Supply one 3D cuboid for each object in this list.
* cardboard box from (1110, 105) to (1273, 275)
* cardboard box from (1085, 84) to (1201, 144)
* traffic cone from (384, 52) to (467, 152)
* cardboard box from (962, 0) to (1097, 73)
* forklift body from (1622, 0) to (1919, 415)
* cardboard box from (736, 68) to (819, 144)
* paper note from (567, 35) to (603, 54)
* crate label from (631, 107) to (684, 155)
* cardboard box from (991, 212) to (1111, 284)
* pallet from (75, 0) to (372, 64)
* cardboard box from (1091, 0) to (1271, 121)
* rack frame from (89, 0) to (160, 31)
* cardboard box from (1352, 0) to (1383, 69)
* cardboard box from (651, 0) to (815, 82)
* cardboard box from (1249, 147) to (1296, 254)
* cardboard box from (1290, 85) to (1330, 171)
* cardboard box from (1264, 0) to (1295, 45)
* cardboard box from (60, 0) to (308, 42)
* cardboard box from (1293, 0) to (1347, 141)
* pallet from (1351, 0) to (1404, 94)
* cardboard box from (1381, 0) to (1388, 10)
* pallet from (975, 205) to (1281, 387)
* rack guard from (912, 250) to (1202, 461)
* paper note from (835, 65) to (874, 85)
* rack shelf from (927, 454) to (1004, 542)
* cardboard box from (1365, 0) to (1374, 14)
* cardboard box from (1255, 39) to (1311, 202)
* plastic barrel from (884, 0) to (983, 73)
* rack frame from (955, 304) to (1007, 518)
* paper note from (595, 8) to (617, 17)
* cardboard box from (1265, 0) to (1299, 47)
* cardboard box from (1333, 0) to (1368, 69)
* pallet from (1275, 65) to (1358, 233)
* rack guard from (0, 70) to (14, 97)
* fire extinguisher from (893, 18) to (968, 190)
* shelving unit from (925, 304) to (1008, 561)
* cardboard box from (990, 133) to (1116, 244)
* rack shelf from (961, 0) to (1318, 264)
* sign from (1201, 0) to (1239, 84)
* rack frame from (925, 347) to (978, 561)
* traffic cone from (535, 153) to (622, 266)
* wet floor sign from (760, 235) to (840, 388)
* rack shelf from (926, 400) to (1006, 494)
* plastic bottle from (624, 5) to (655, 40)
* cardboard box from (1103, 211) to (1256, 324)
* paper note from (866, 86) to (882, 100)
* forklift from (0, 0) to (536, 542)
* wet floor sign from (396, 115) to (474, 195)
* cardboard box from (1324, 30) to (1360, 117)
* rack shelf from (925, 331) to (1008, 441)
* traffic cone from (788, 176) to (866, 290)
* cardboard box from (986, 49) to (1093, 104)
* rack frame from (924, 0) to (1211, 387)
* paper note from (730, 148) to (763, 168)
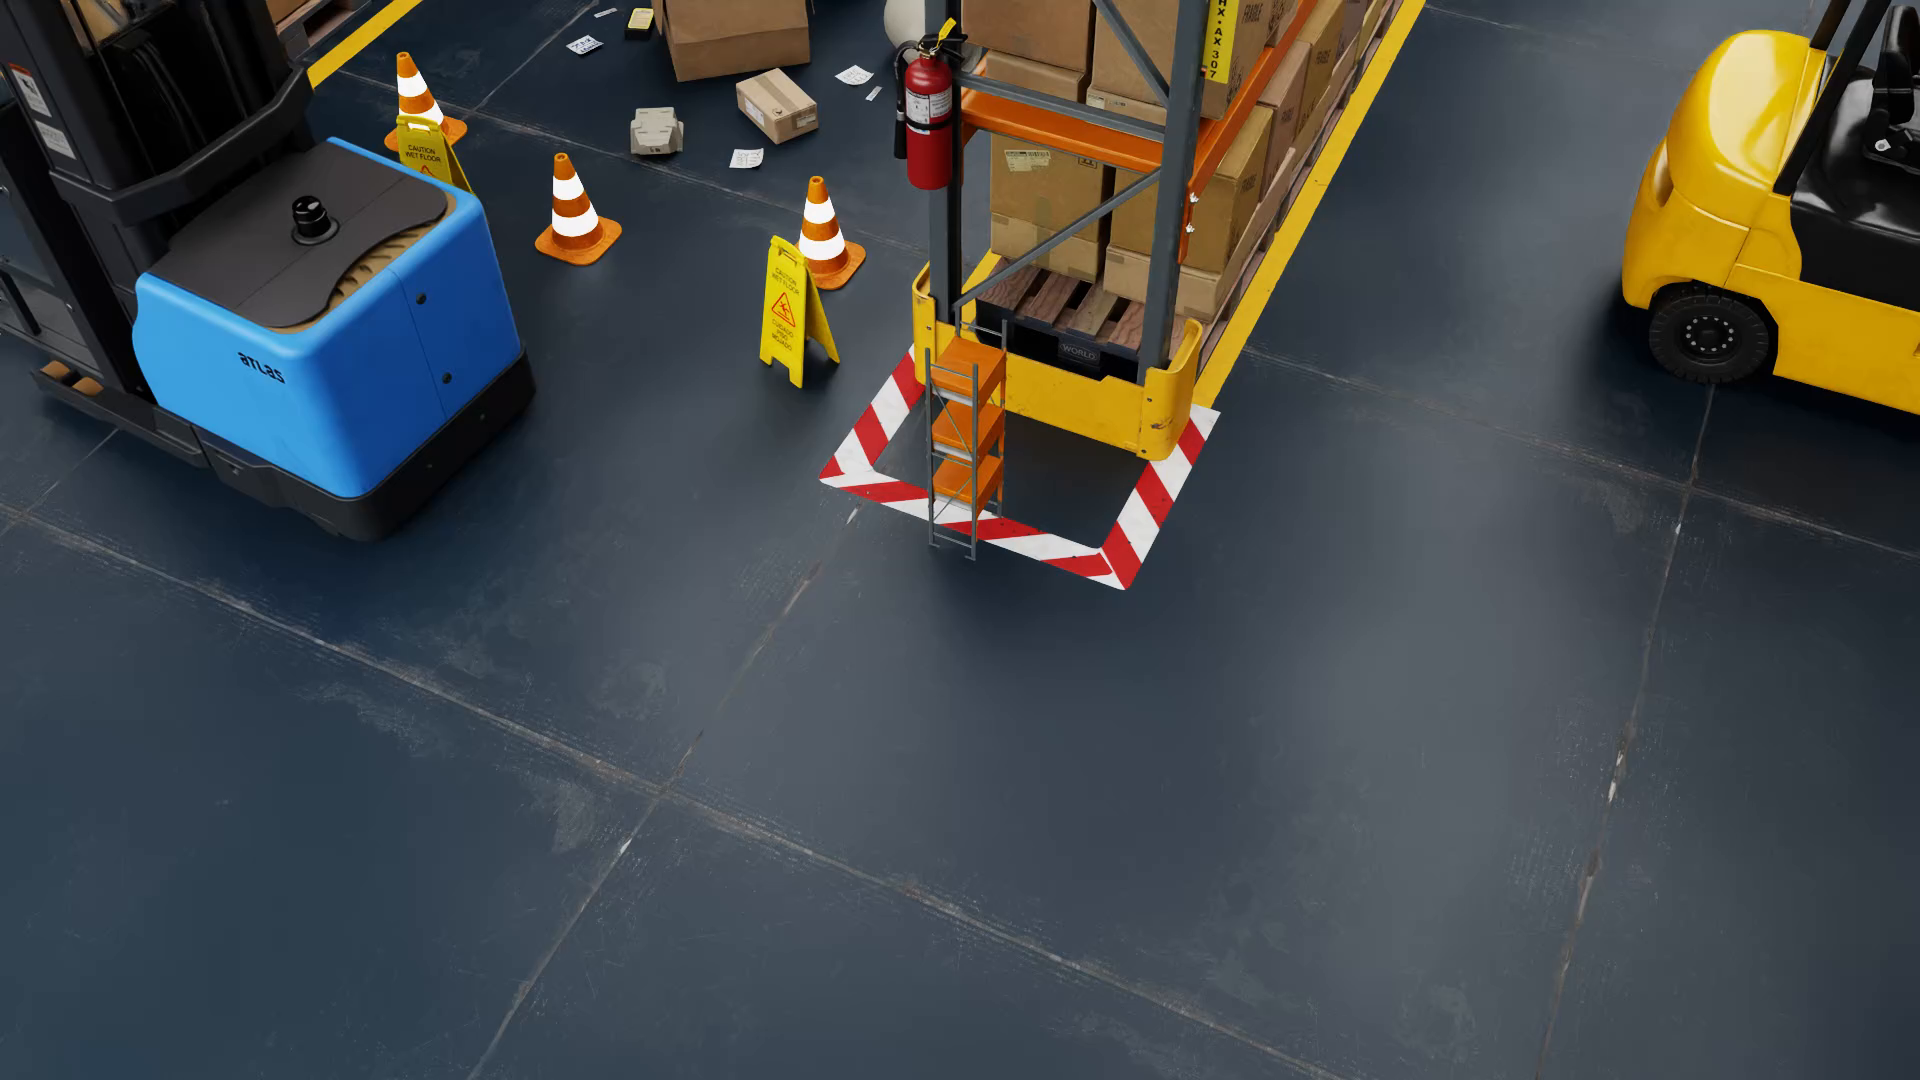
[{"bbox_3d":[0.957,-1.506,6.914,0.500,0.500,0.500,18,52,15],"label":"cardboard box"},{"bbox_3d":[0.686,-1.621,6.140,0.380,0.149,0.250,20,52,16],"label":"cardboard box"},{"bbox_3d":[-2.655,-2.158,8.098,0.336,0.463,0.334,20,52,16],"label":"traffic cone"},{"bbox_3d":[0.336,-2.128,6.145,0.500,0.500,0.500,19,52,15],"label":"cardboard box"},{"bbox_3d":[4.003,-1.548,6.470,2.313,2.155,1.214,20,52,16],"label":"forklift body"},{"bbox_3d":[-0.914,-2.171,8.315,0.250,0.149,0.380,-28,55,-22],"label":"cardboard box"},{"bbox_3d":[-1.978,-2.613,8.769,0.142,0.017,0.144,-37,59,-27],"label":"paper note"},{"bbox_3d":[-1.498,-2.012,8.188,0.250,0.136,0.298,-4,50,-3],"label":"crate label"},{"bbox_3d":[0.466,-1.441,7.352,0.500,0.250,0.500,20,52,16],"label":"cardboard box"},{"bbox_3d":[-3.895,-2.749,8.766,1.003,0.211,1.213,20,52,16],"label":"pallet"},{"bbox_3d":[0.806,-1.900,5.952,0.500,0.500,0.500,19,52,16],"label":"cardboard box"},{"bbox_3d":[-4.165,-3.077,7.214,1.000,3.000,0.127,20,52,16],"label":"rack frame"},{"bbox_3d":[1.834,-2.671,8.398,0.500,0.250,0.500,19,52,15],"label":"cardboard box"},{"bbox_3d":[-1.185,-2.760,8.583,0.797,0.503,0.637,-11,51,-9],"label":"cardboard box"},{"bbox_3d":[1.173,-1.595,7.483,0.500,0.250,0.500,22,53,17],"label":"cardboard box"},{"bbox_3d":[1.394,-1.975,7.806,0.500,0.250,0.500,23,53,18],"label":"cardboard box"},{"bbox_3d":[1.025,-2.258,6.256,0.500,0.500,0.500,21,53,17],"label":"cardboard box"},{"bbox_3d":[-3.936,-3.013,8.278,0.875,0.875,0.875,20,53,16],"label":"cardboard box"},{"bbox_3d":[1.399,-2.210,7.513,0.500,0.500,0.500,21,53,17],"label":"cardboard box"},{"bbox_3d":[1.807,-2.912,8.905,1.003,0.211,1.213,20,52,16],"label":"pallet"},{"bbox_3d":[2.053,-3.041,8.712,0.500,0.250,0.500,22,53,18],"label":"cardboard box"},{"bbox_3d":[0.765,-1.232,7.475,1.003,0.211,1.213,20,52,16],"label":"pallet"},{"bbox_3d":[0.386,-0.778,6.899,1.175,0.500,0.348,20,52,16],"label":"rack guard"},{"bbox_3d":[-0.544,-2.404,8.599,0.142,0.019,0.148,-37,59,-27],"label":"paper note"},{"bbox_3d":[0.023,-0.190,6.416,0.215,0.259,0.240,20,52,16],"label":"rack shelf"},{"bbox_3d":[1.836,-2.933,8.128,0.500,0.500,0.500,21,53,17],"label":"cardboard box"},{"bbox_3d":[1.177,-1.867,7.222,0.500,0.500,0.500,18,52,15],"label":"cardboard box"},{"bbox_3d":[-0.133,-2.616,8.513,0.421,0.421,0.512,-19,52,-16],"label":"plastic barrel"},{"bbox_3d":[0.075,-0.461,6.268,0.200,1.050,0.008,20,52,16],"label":"rack frame"},{"bbox_3d":[-1.914,-2.849,8.982,0.123,0.001,0.032,-28,55,-22],"label":"paper note"},{"bbox_3d":[1.117,-2.115,6.561,0.380,0.149,0.250,21,53,17],"label":"cardboard box"},{"bbox_3d":[1.619,-2.581,7.829,0.500,0.500,0.500,22,53,18],"label":"cardboard box"},{"bbox_3d":[1.287,-2.069,8.187,1.003,0.211,1.213,20,52,16],"label":"pallet"},{"bbox_3d":[-4.176,-2.250,8.151,1.175,0.500,0.348,20,52,16],"label":"rack guard"},{"bbox_3d":[-0.112,-1.582,5.992,0.296,0.674,0.183,20,52,16],"label":"fire extinguisher"},{"bbox_3d":[0.023,-0.377,6.196,0.215,1.050,0.252,20,52,16],"label":"shelving unit"},{"bbox_3d":[0.460,-1.660,7.046,0.500,0.500,0.500,20,53,16],"label":"cardboard box"},{"bbox_3d":[1.208,-2.680,7.348,1.077,0.370,4.000,20,52,16],"label":"rack shelf"},{"bbox_3d":[0.844,-1.640,5.422,0.100,0.325,0.005,20,52,16],"label":"sign"},{"bbox_3d":[-0.029,-0.293,6.125,0.200,1.050,0.008,20,52,16],"label":"rack frame"},{"bbox_3d":[-1.778,-1.556,7.586,0.336,0.463,0.334,20,52,16],"label":"traffic cone"},{"bbox_3d":[-0.695,-0.990,6.984,0.232,0.644,0.267,-37,59,-27],"label":"wet floor sign"},{"bbox_3d":[0.023,-0.370,6.205,0.215,0.259,0.240,20,52,16],"label":"rack shelf"},{"bbox_3d":[-1.699,-2.782,8.892,0.133,0.061,0.283,4,50,3],"label":"plastic bottle"},{"bbox_3d":[0.948,-1.246,7.186,0.500,0.250,0.500,19,52,16],"label":"cardboard box"},{"bbox_3d":[-0.439,-2.284,8.502,0.032,0.001,0.123,20,52,16],"label":"paper note"},{"bbox_3d":[-3.318,-1.794,6.167,3.031,2.935,1.130,24,54,19],"label":"forklift"},{"bbox_3d":[-2.388,-1.650,7.545,0.267,0.644,0.232,12,51,10],"label":"wet floor sign"},{"bbox_3d":[1.613,-2.322,8.101,0.500,0.250,0.500,21,53,17],"label":"cardboard box"},{"bbox_3d":[0.023,-0.554,5.988,0.215,0.259,0.240,20,52,16],"label":"rack shelf"},{"bbox_3d":[-0.629,-1.429,7.478,0.336,0.463,0.334,20,52,16],"label":"traffic cone"},{"bbox_3d":[0.320,-1.781,6.276,0.380,0.149,0.250,21,53,17],"label":"cardboard box"},{"bbox_3d":[0.353,-1.536,5.902,1.000,3.000,0.127,20,52,16],"label":"rack frame"},{"bbox_3d":[-1.043,-1.872,8.138,0.148,0.019,0.142,4,50,3],"label":"paper note"}]
